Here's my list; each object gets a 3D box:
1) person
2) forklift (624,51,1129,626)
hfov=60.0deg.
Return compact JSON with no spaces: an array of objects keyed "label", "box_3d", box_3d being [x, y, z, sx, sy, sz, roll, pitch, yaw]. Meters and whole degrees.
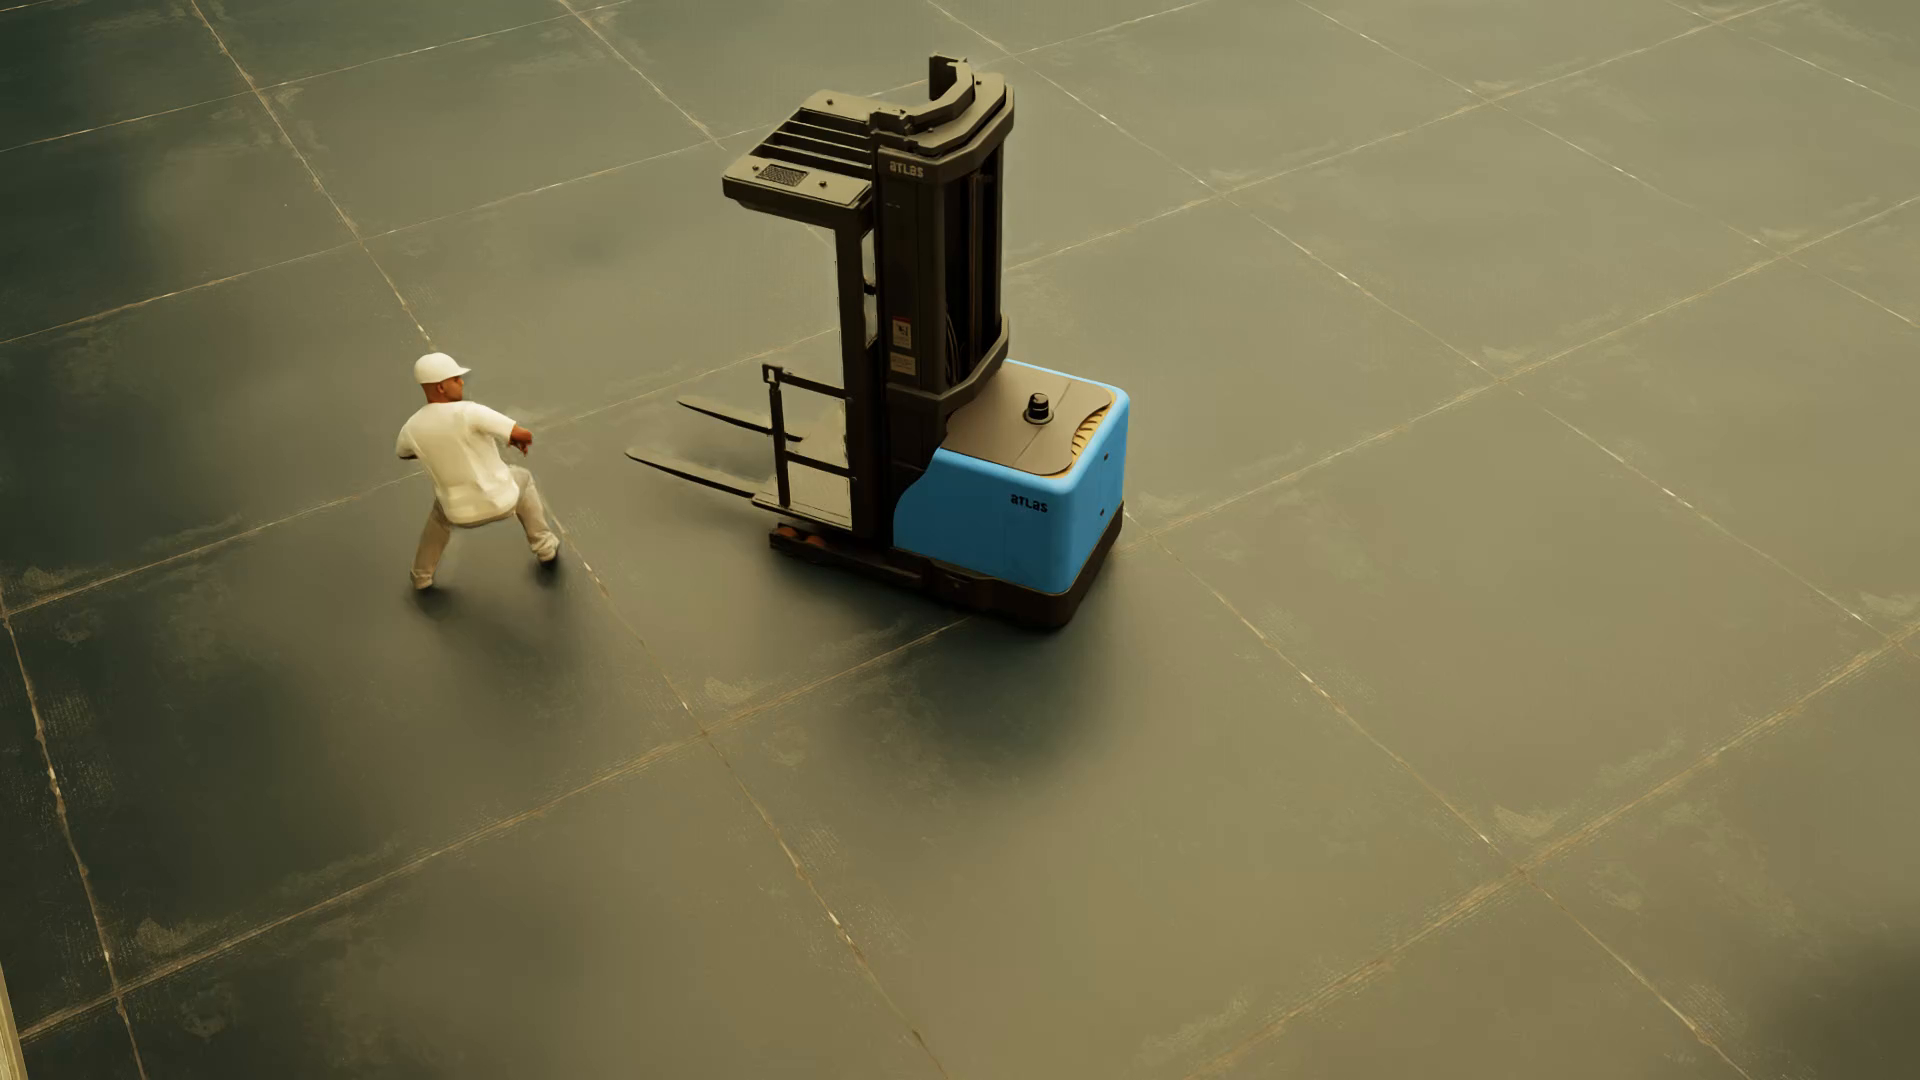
[{"label":"person","box_3d":[-2.819,-0.390,9.450,0.921,1.523,0.806,-4,41,-4]},{"label":"forklift","box_3d":[-0.583,-1.265,9.318,3.031,2.935,1.130,17,44,18]}]
